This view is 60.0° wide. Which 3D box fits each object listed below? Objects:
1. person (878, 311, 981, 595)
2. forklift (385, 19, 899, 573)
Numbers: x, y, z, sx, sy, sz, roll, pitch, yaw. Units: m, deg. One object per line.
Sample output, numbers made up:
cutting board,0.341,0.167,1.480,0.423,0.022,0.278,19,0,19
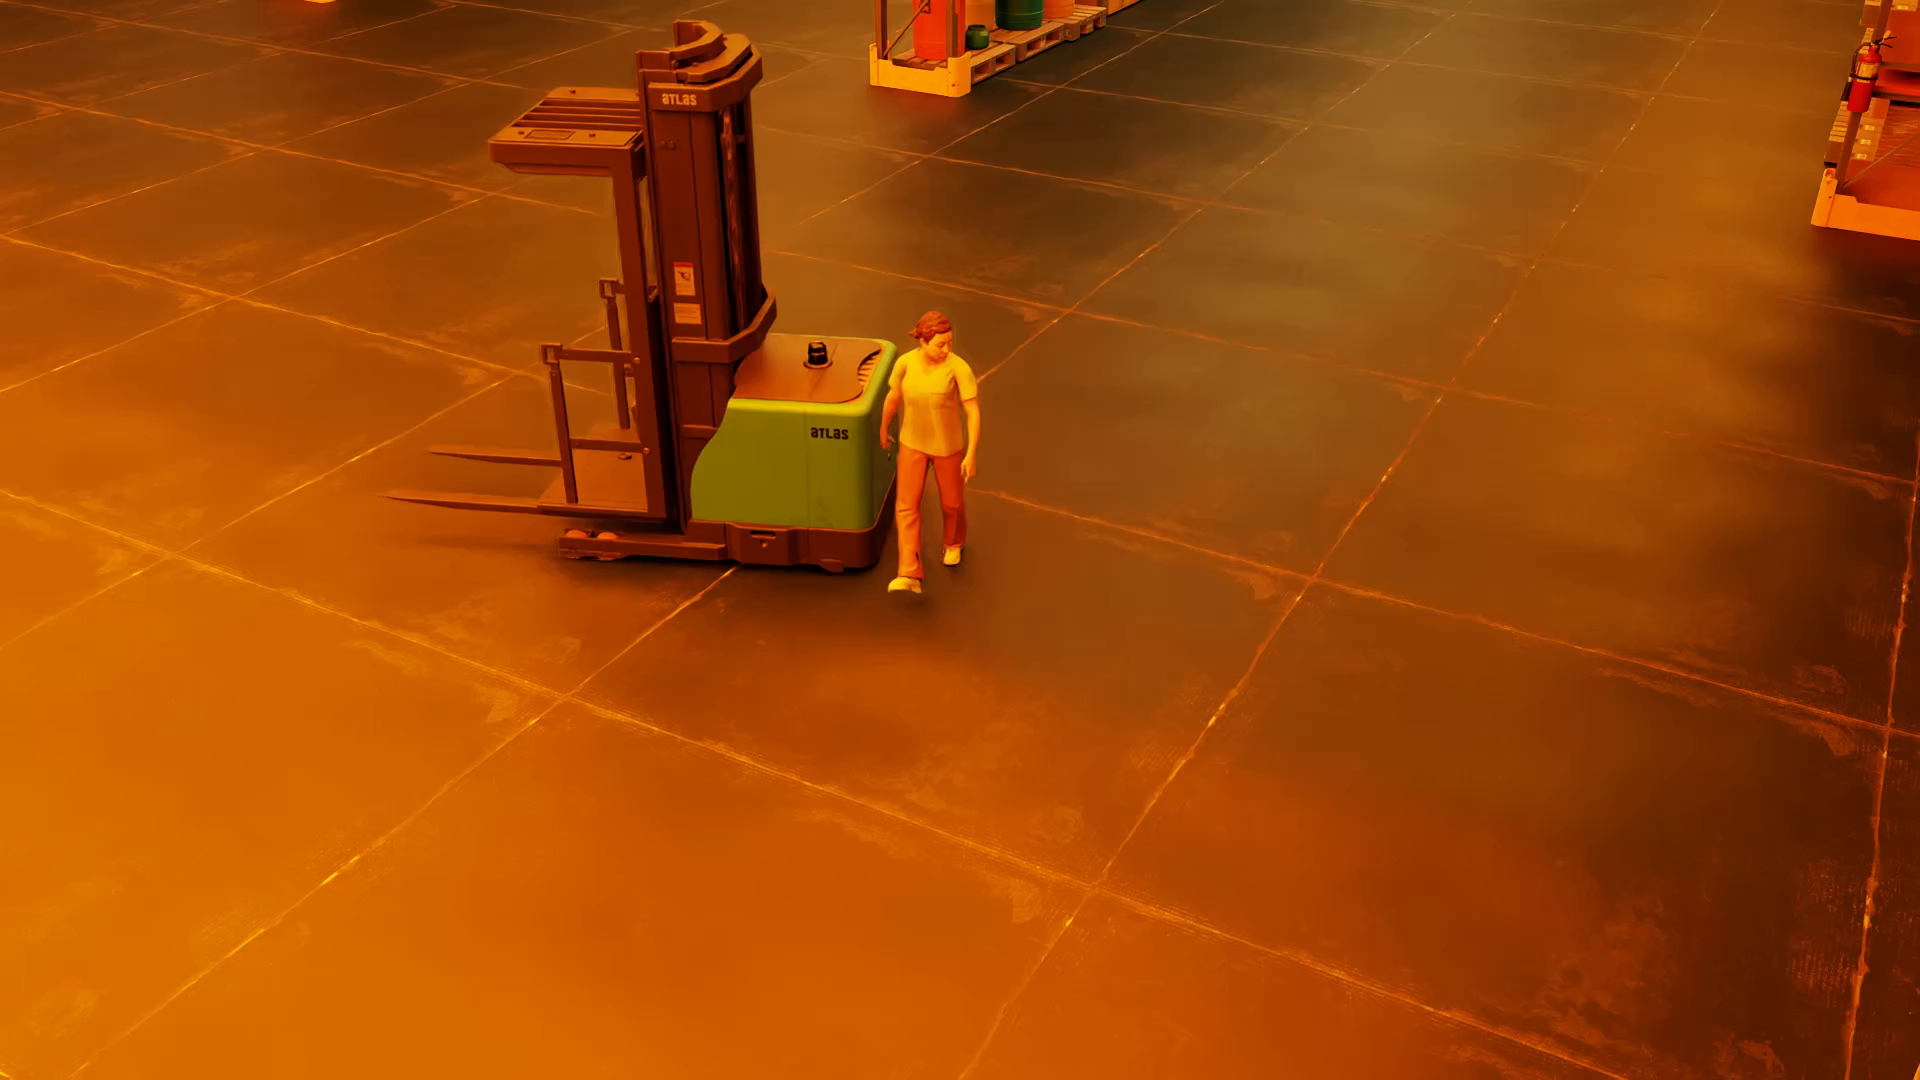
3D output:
person,-0.200,-0.475,9.202,0.641,1.627,0.926,6,31,11
forklift,-1.920,-1.402,9.501,3.031,2.935,1.130,4,30,7
